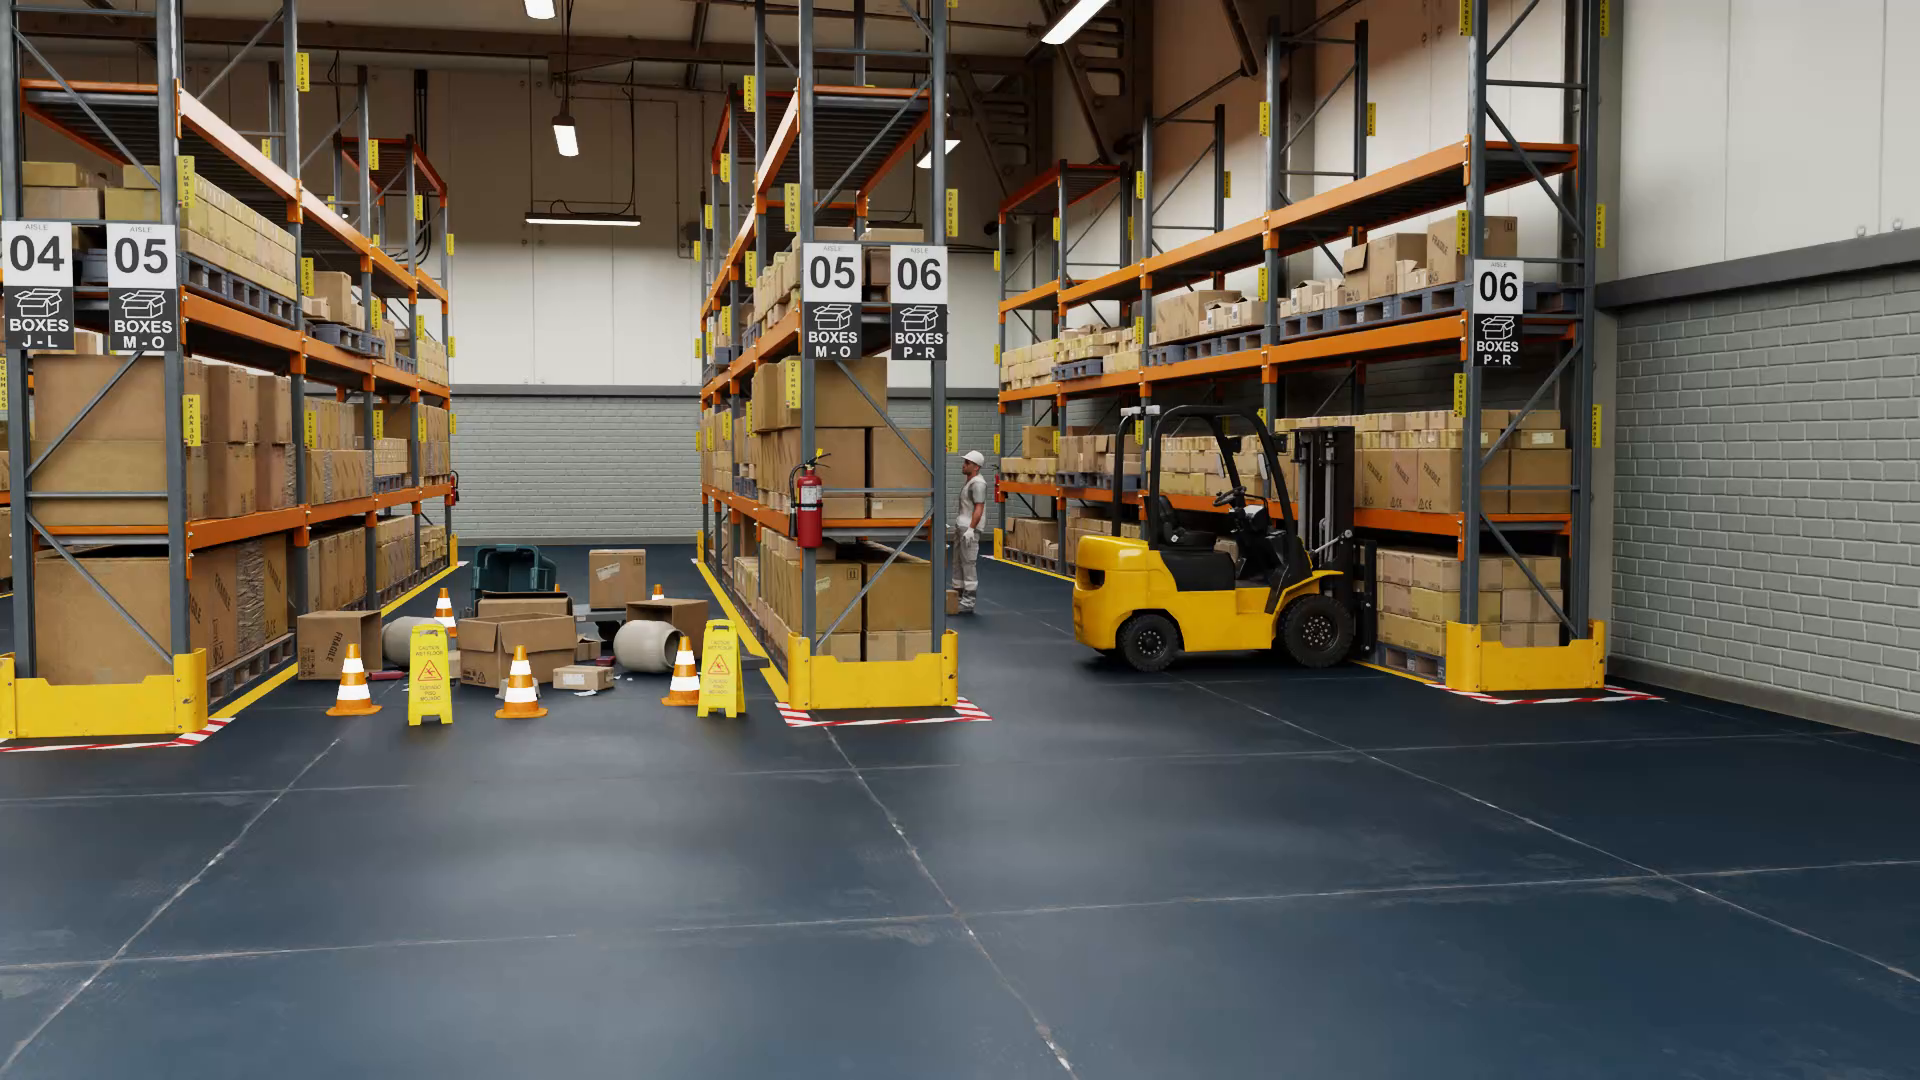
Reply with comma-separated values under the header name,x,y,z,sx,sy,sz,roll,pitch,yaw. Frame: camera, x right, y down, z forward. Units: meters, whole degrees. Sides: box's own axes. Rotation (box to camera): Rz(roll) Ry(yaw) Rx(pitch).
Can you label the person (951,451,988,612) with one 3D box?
name,x,y,z,sx,sy,sz,roll,pitch,yaw
person,0.014,-0.093,18.437,0.562,1.789,0.638,-1,3,-11
